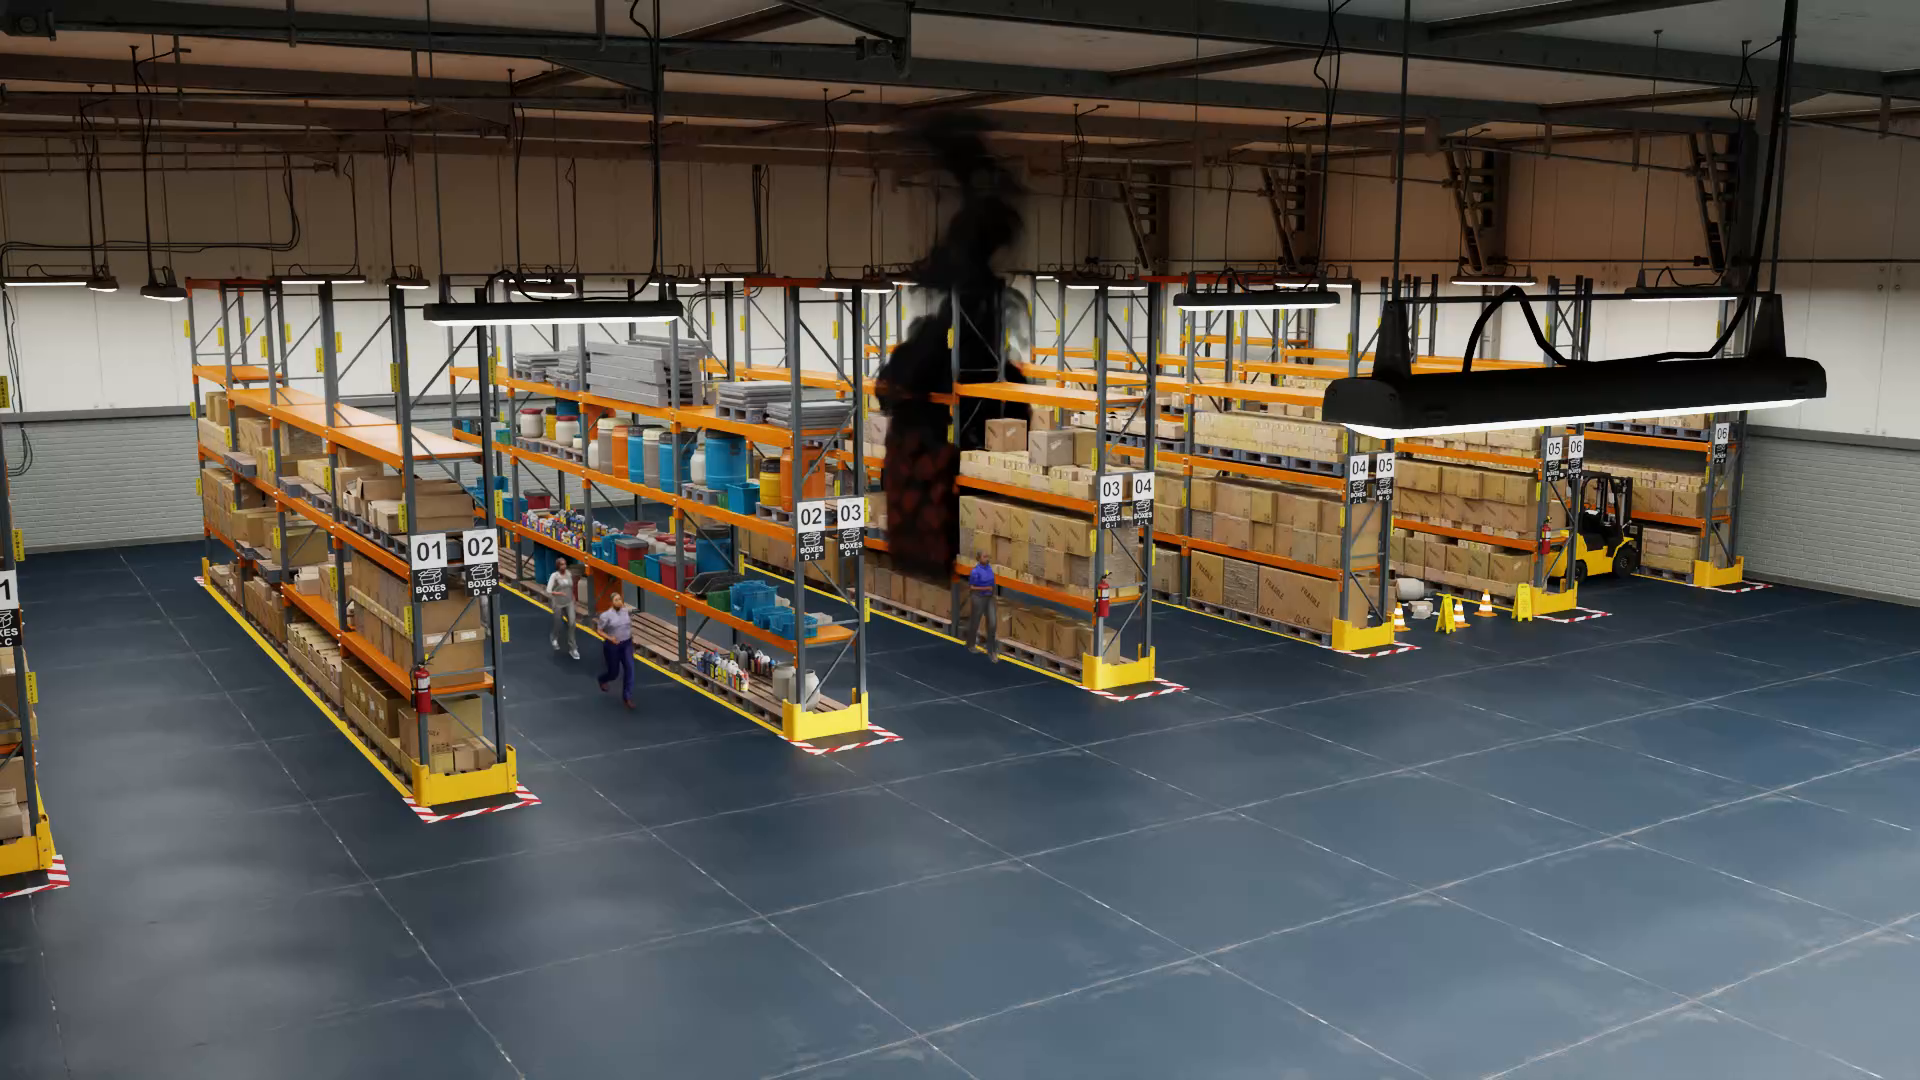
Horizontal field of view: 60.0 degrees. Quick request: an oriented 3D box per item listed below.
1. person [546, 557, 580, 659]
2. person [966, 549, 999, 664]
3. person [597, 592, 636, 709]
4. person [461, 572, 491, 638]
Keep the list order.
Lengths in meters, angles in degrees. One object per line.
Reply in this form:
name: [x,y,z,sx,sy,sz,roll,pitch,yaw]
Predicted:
person: [-6.392,1.066,26.733,0.539,1.602,0.842,-7,12,-35]
person: [0.365,1.015,25.455,0.554,1.771,0.722,-7,12,-36]
person: [-4.938,1.558,23.944,0.607,1.648,0.841,-8,12,-39]
person: [-8.274,0.720,28.285,0.644,1.793,0.910,-8,13,-40]
